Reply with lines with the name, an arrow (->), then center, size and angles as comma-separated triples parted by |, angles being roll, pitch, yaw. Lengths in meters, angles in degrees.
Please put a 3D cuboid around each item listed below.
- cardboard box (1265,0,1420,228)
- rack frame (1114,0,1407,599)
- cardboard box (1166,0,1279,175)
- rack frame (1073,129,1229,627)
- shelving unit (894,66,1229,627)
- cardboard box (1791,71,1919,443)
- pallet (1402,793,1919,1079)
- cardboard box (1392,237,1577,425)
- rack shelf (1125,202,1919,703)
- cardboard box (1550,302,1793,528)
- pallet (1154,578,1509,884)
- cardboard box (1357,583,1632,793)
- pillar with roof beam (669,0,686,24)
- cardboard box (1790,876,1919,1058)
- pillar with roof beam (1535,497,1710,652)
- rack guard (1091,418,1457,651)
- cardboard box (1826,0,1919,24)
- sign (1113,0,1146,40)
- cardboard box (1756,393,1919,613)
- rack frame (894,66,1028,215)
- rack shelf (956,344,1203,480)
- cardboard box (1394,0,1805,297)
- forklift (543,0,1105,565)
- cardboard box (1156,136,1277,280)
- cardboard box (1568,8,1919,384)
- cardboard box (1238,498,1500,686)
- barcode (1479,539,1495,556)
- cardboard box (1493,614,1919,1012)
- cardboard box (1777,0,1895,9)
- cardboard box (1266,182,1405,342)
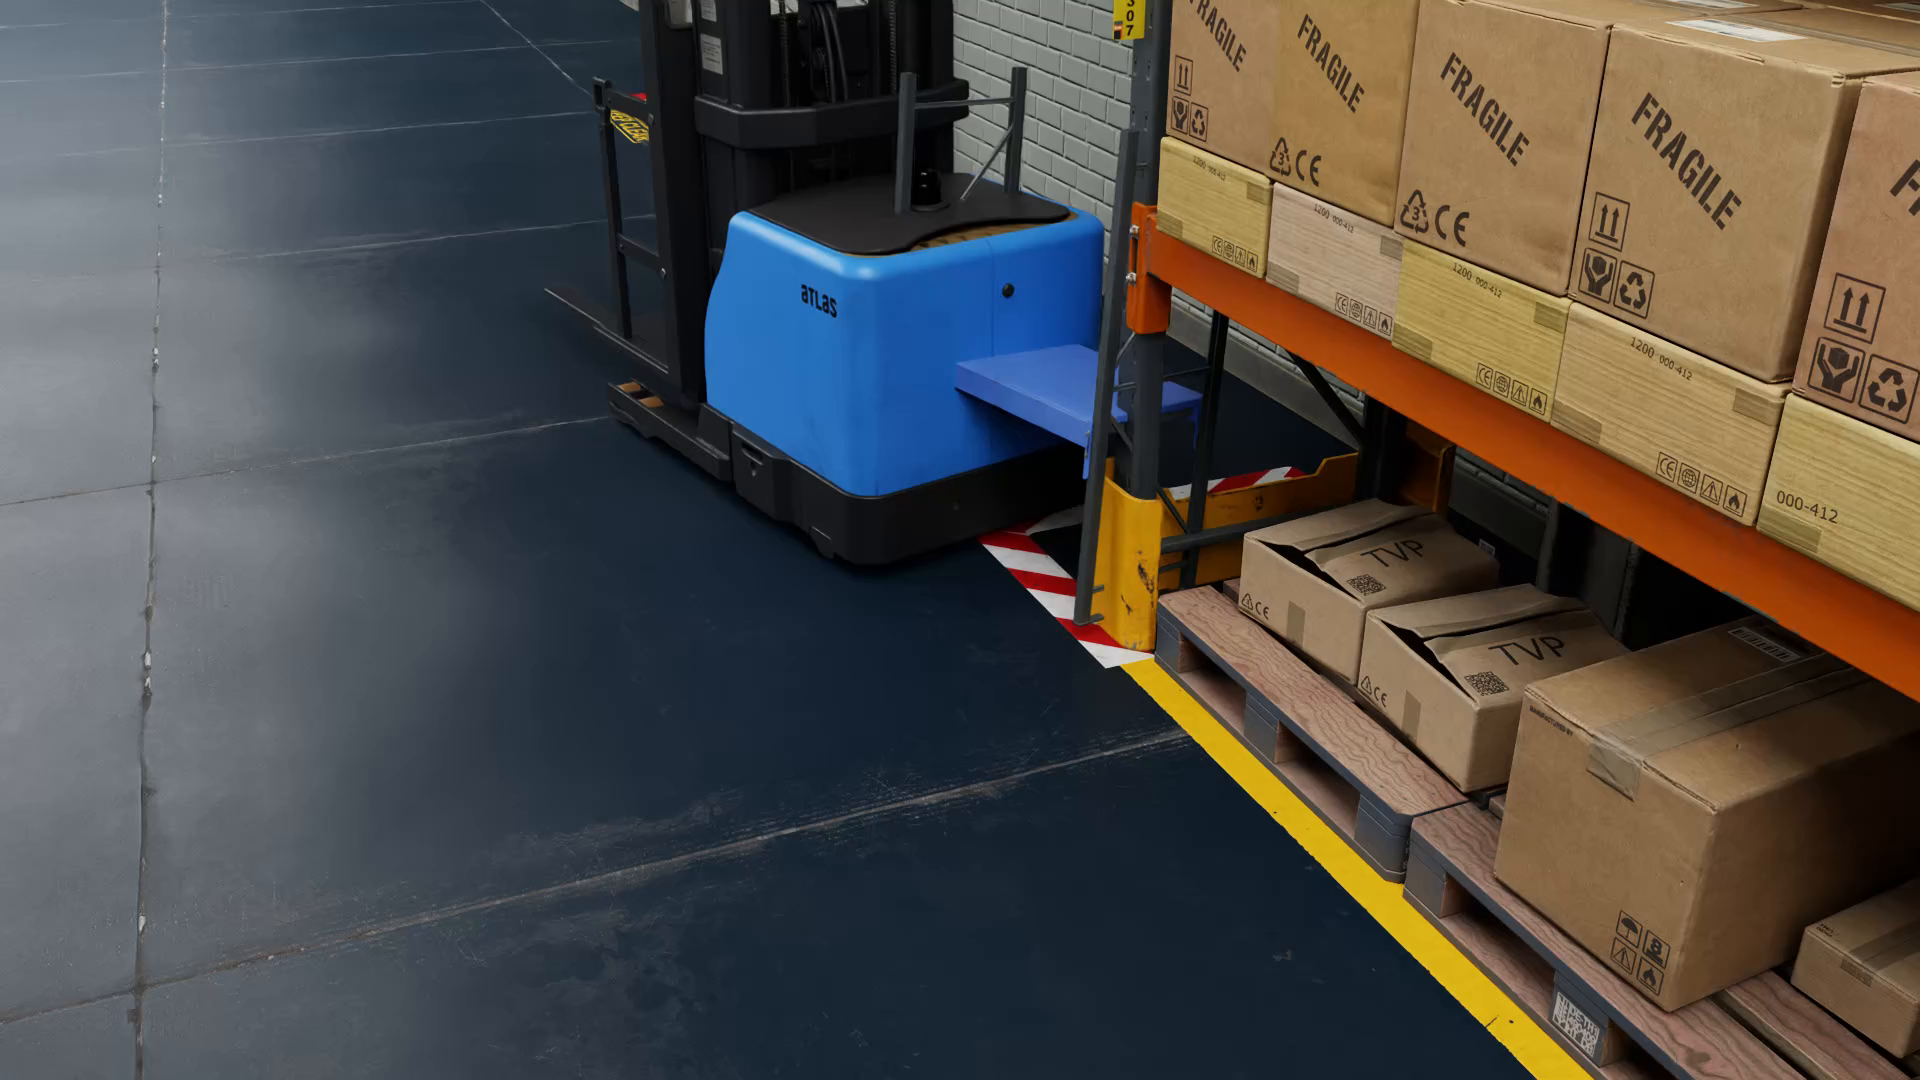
cardboard box -> 1.051, -1.033, 3.741 | 0.500, 0.500, 0.500 | -10, 28, -20
rack frame -> 0.956, -1.200, 4.790 | 1.000, 3.000, 0.127 | -11, 28, -21
cardboard box -> 0.866, -1.235, 4.153 | 0.500, 0.500, 0.500 | -11, 28, -21
rack frame -> 0.597, -0.475, 4.950 | 0.500, 1.500, 0.032 | -15, 30, -36
shelving unit -> 0.286, -0.653, 5.309 | 0.538, 1.500, 1.048 | -15, 30, -36
cardboard box -> 1.665, -0.408, 2.459 | 0.500, 0.500, 0.500 | -11, 28, -22
pallet -> 1.745, 0.909, 3.648 | 1.003, 0.211, 1.213 | -11, 28, -21
cardboard box -> 1.265, -0.477, 3.456 | 0.500, 0.250, 0.500 | -11, 28, -21
rack shelf -> 1.739, -0.070, 3.294 | 1.077, 0.370, 4.000 | -11, 28, -21
cardboard box -> 1.461, -0.272, 3.037 | 0.500, 0.250, 0.500 | -10, 28, -20
pallet -> 1.271, 0.417, 4.655 | 1.003, 0.211, 1.213 | -11, 28, -21
cardboard box -> 1.367, 0.335, 4.208 | 0.500, 0.311, 0.500 | -8, 27, -16
pillar with roof beam -> -6.635, -7.867, 11.606 | 9.100, 9.000, 0.400 | -11, 28, -21
cardboard box -> 1.914, 0.849, 3.341 | 0.380, 0.149, 0.250 | -13, 29, -25
pillar with roof beam -> -1.935, -3.023, 1.684 | 9.100, 9.000, 0.400 | -11, 28, -21
rack guard -> 0.986, -0.047, 5.276 | 1.175, 0.500, 0.348 | -11, 28, -21
cardboard box -> 1.928, -0.709, 3.077 | 0.500, 0.500, 0.500 | -10, 28, -20
sign -> 0.457, -1.496, 4.409 | 0.100, 0.325, 0.005 | -11, 28, -21
cardboard box -> 1.659, -0.069, 2.621 | 0.500, 0.250, 0.500 | -11, 28, -21
rack frame -> -0.026, -0.832, 5.669 | 0.500, 1.500, 0.032 | -15, 30, -36
rack shelf -> 0.275, -0.489, 5.382 | 0.538, 0.185, 1.000 | -15, 30, -36
cardboard box -> 1.247, -0.824, 3.312 | 0.500, 0.500, 0.500 | -12, 28, -22
forklift -> -0.765, -1.826, 6.150 | 1.130, 2.935, 3.031 | -17, 31, -31
cardboard box -> 0.855, -0.891, 4.303 | 0.500, 0.250, 0.500 | -11, 28, -22
cardboard box -> 1.460, -0.617, 2.889 | 0.500, 0.500, 0.500 | -10, 28, -19
cardboard box -> 1.144, 0.105, 4.680 | 0.500, 0.311, 0.500 | -14, 29, -26
barcode -> 1.519, 0.039, 4.803 | 0.001, 0.075, 0.075 | -11, 28, -21
cardboard box -> 1.609, 0.555, 3.543 | 0.700, 0.500, 0.500 | -12, 29, -24
cardboard box -> 1.731, -0.912, 3.493 | 0.500, 0.500, 0.500 | -11, 28, -22
cardboard box -> 1.071, -0.683, 3.879 | 0.500, 0.250, 0.500 | -11, 28, -22
